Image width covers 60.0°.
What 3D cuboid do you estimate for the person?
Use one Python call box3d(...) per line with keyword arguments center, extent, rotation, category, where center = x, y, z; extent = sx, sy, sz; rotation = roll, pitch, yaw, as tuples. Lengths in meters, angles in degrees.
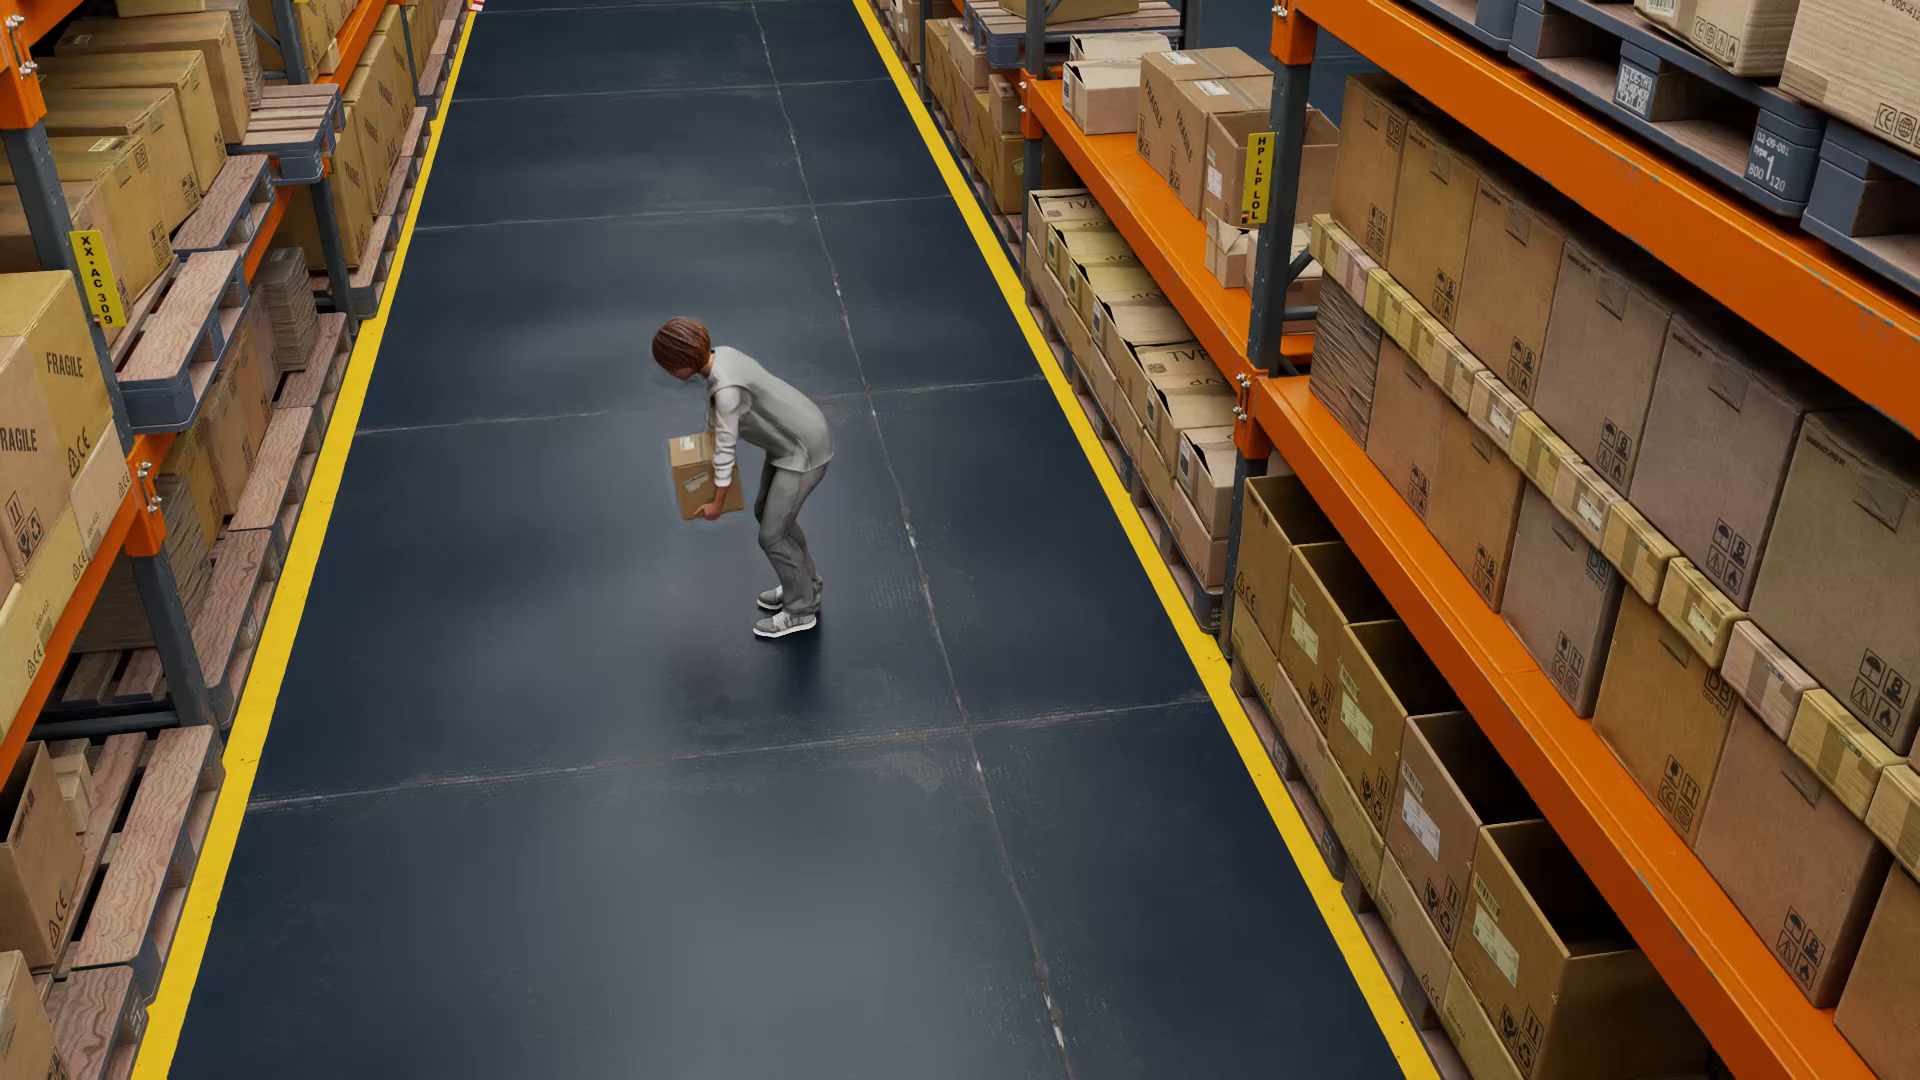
box3d(center=(-0.848, -0.255, 6.757), extent=(0.687, 1.404, 0.383), rotation=(-6, 32, -10), category="person")
